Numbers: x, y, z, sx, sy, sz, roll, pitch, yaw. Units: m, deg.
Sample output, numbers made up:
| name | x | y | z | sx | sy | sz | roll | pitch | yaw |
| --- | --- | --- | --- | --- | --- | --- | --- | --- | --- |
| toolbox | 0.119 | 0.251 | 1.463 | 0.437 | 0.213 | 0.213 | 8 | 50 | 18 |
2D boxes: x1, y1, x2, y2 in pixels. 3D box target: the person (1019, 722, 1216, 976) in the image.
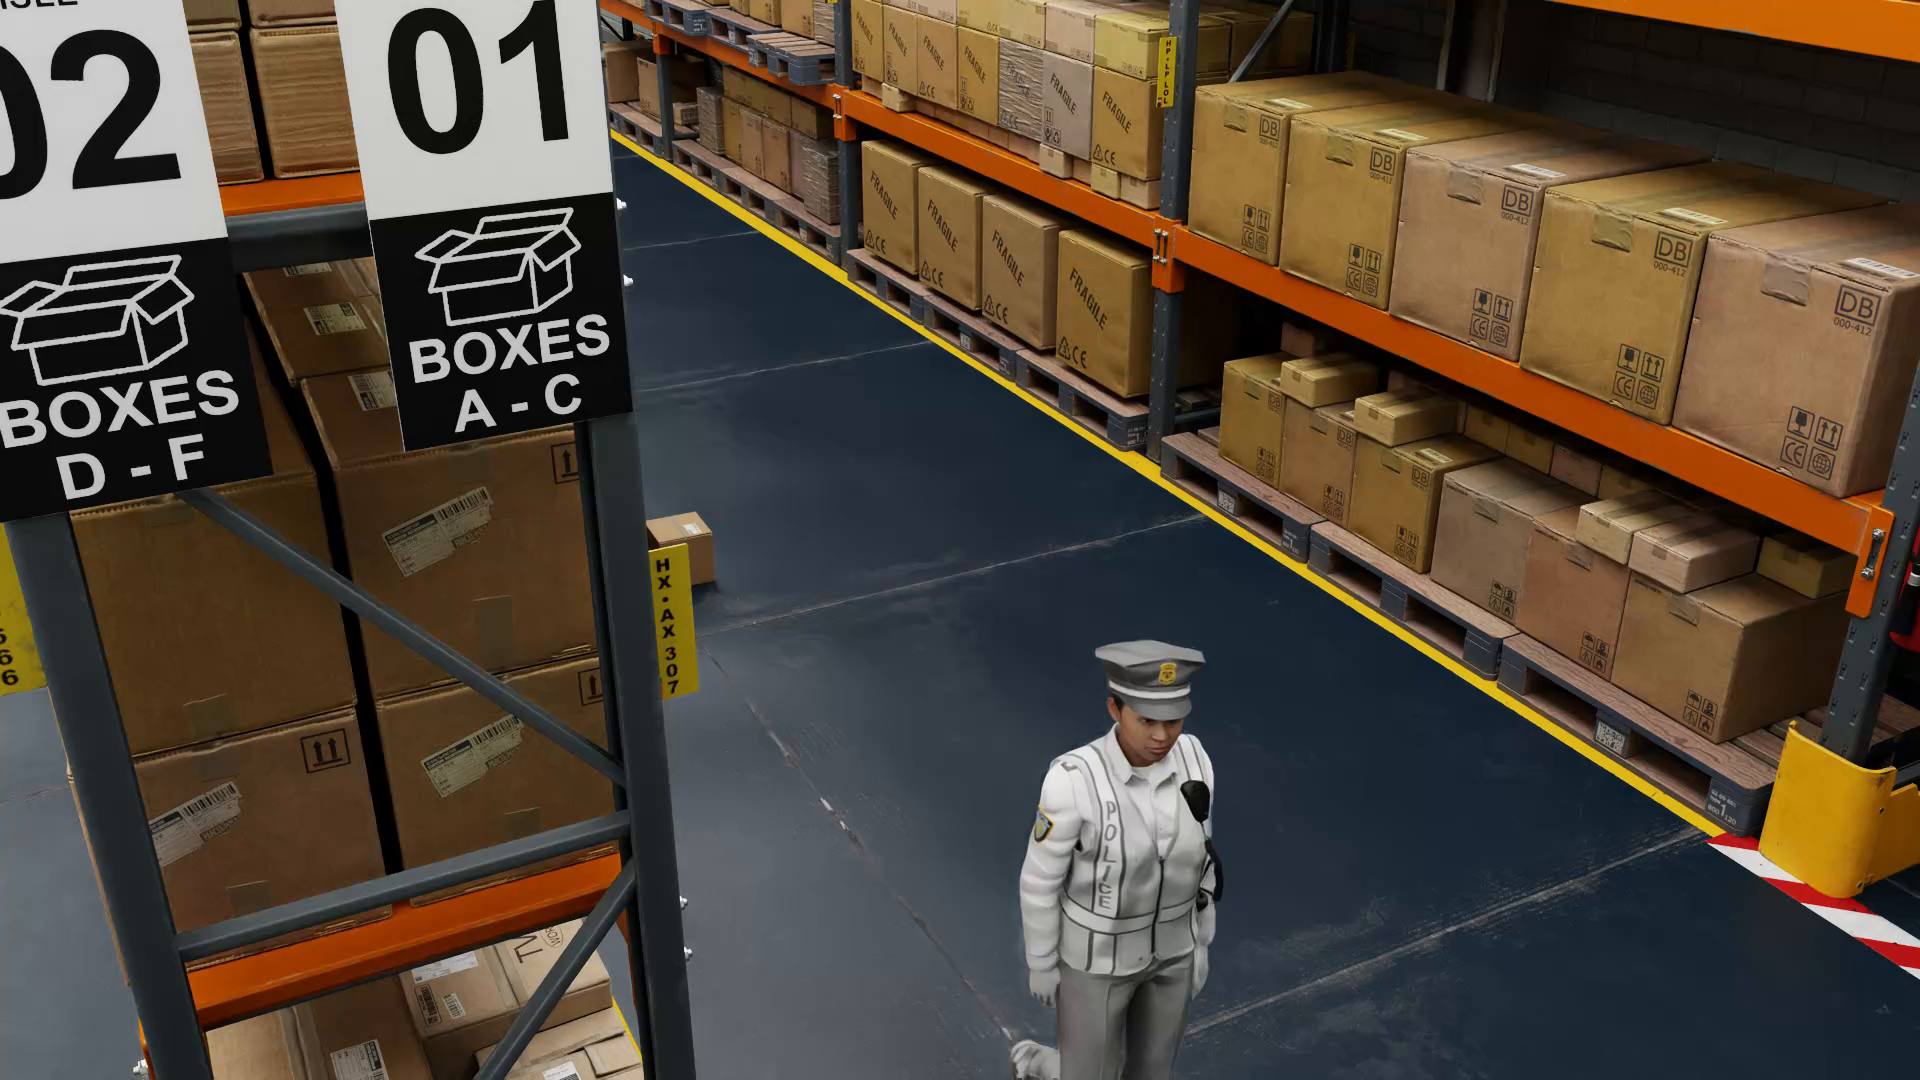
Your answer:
| name | x | y | z | sx | sy | sz | roll | pitch | yaw |
| --- | --- | --- | --- | --- | --- | --- | --- | --- | --- |
| person | 0.389 | 0.726 | 3.875 | 0.502 | 0.626 | 0.319 | -12 | 28 | -23 |
